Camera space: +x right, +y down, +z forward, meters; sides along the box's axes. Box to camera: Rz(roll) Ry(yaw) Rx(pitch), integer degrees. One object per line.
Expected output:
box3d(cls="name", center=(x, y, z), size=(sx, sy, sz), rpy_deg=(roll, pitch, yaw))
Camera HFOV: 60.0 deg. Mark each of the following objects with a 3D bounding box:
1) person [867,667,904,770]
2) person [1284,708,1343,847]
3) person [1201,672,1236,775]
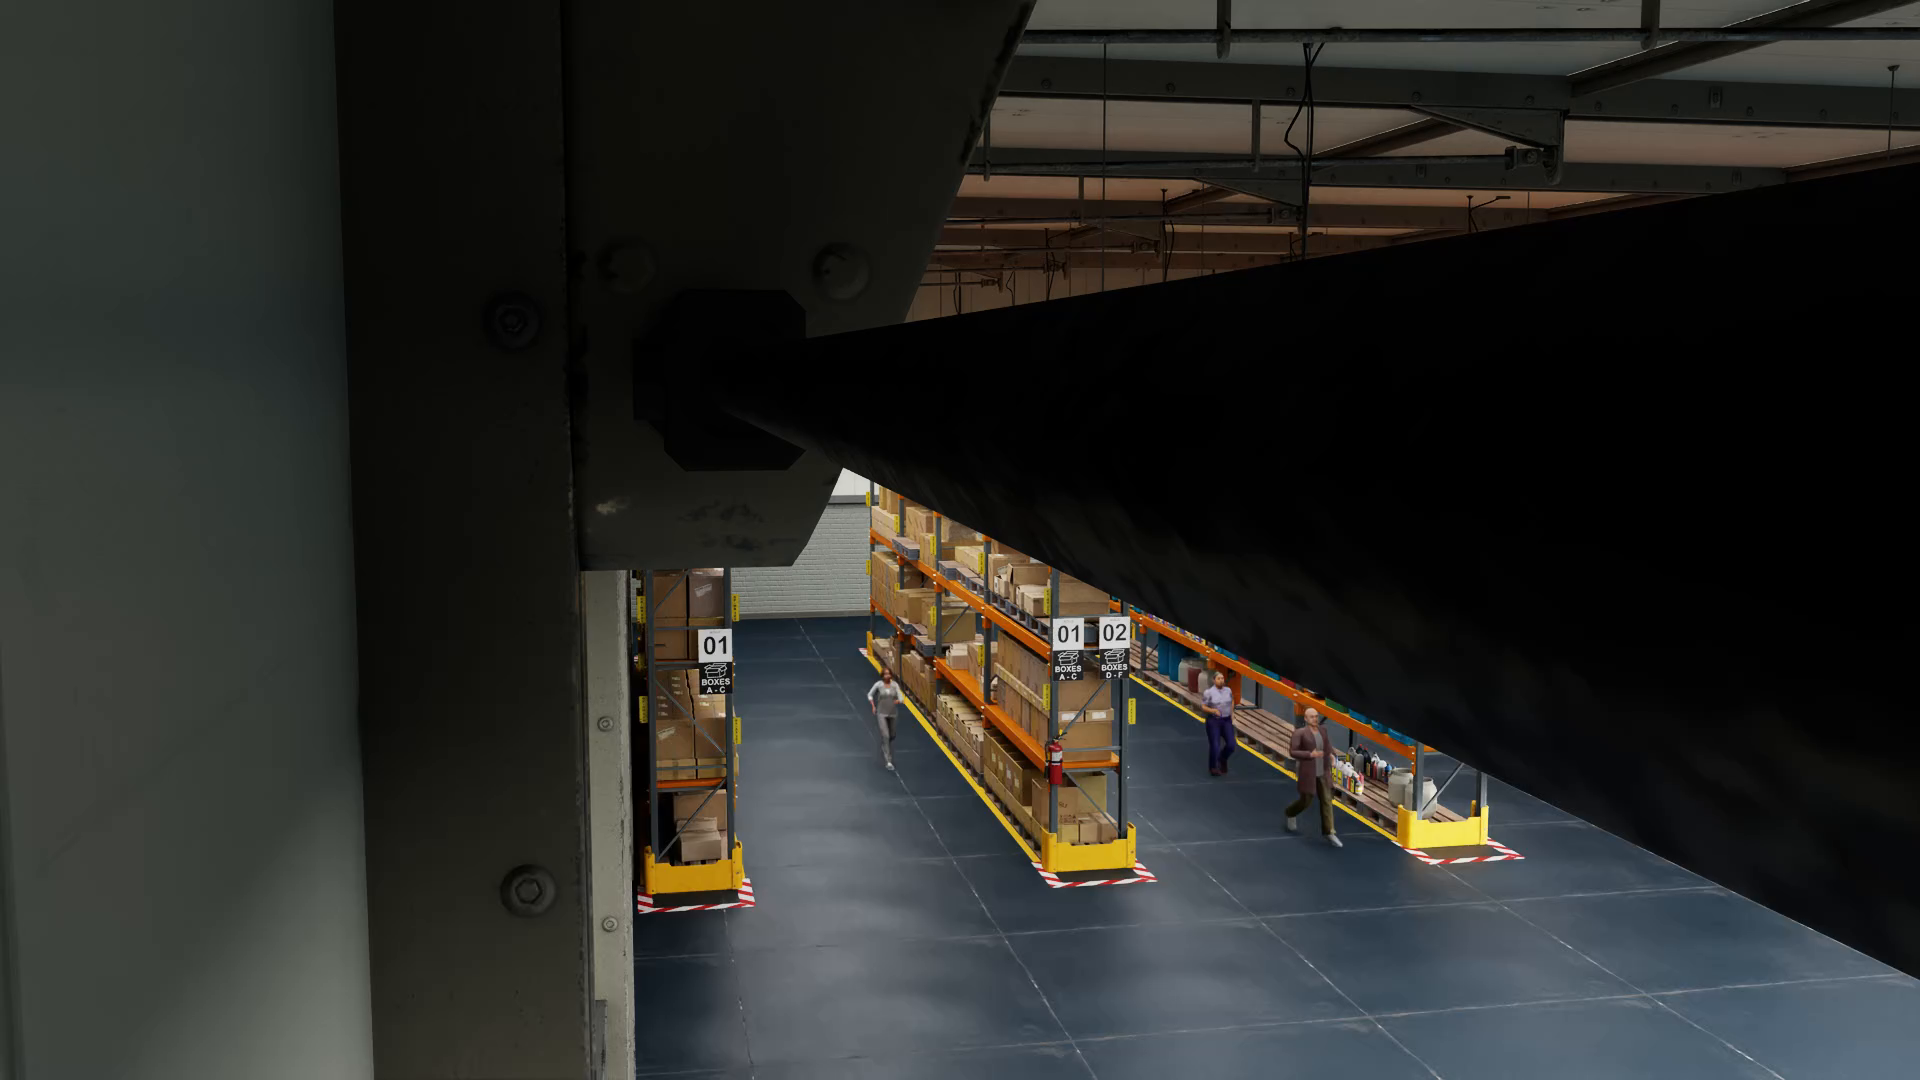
box3d(cls="person", center=(-1.164, 2.783, 26.310), size=(0.543, 1.576, 0.877), rpy_deg=(-2, 6, -17))
box3d(cls="person", center=(4.752, 3.123, 22.220), size=(0.729, 1.733, 1.129), rpy_deg=(-2, 6, -17))
box3d(cls="person", center=(4.028, 2.848, 25.657), size=(0.591, 1.618, 0.569), rpy_deg=(-1, 6, -12))
